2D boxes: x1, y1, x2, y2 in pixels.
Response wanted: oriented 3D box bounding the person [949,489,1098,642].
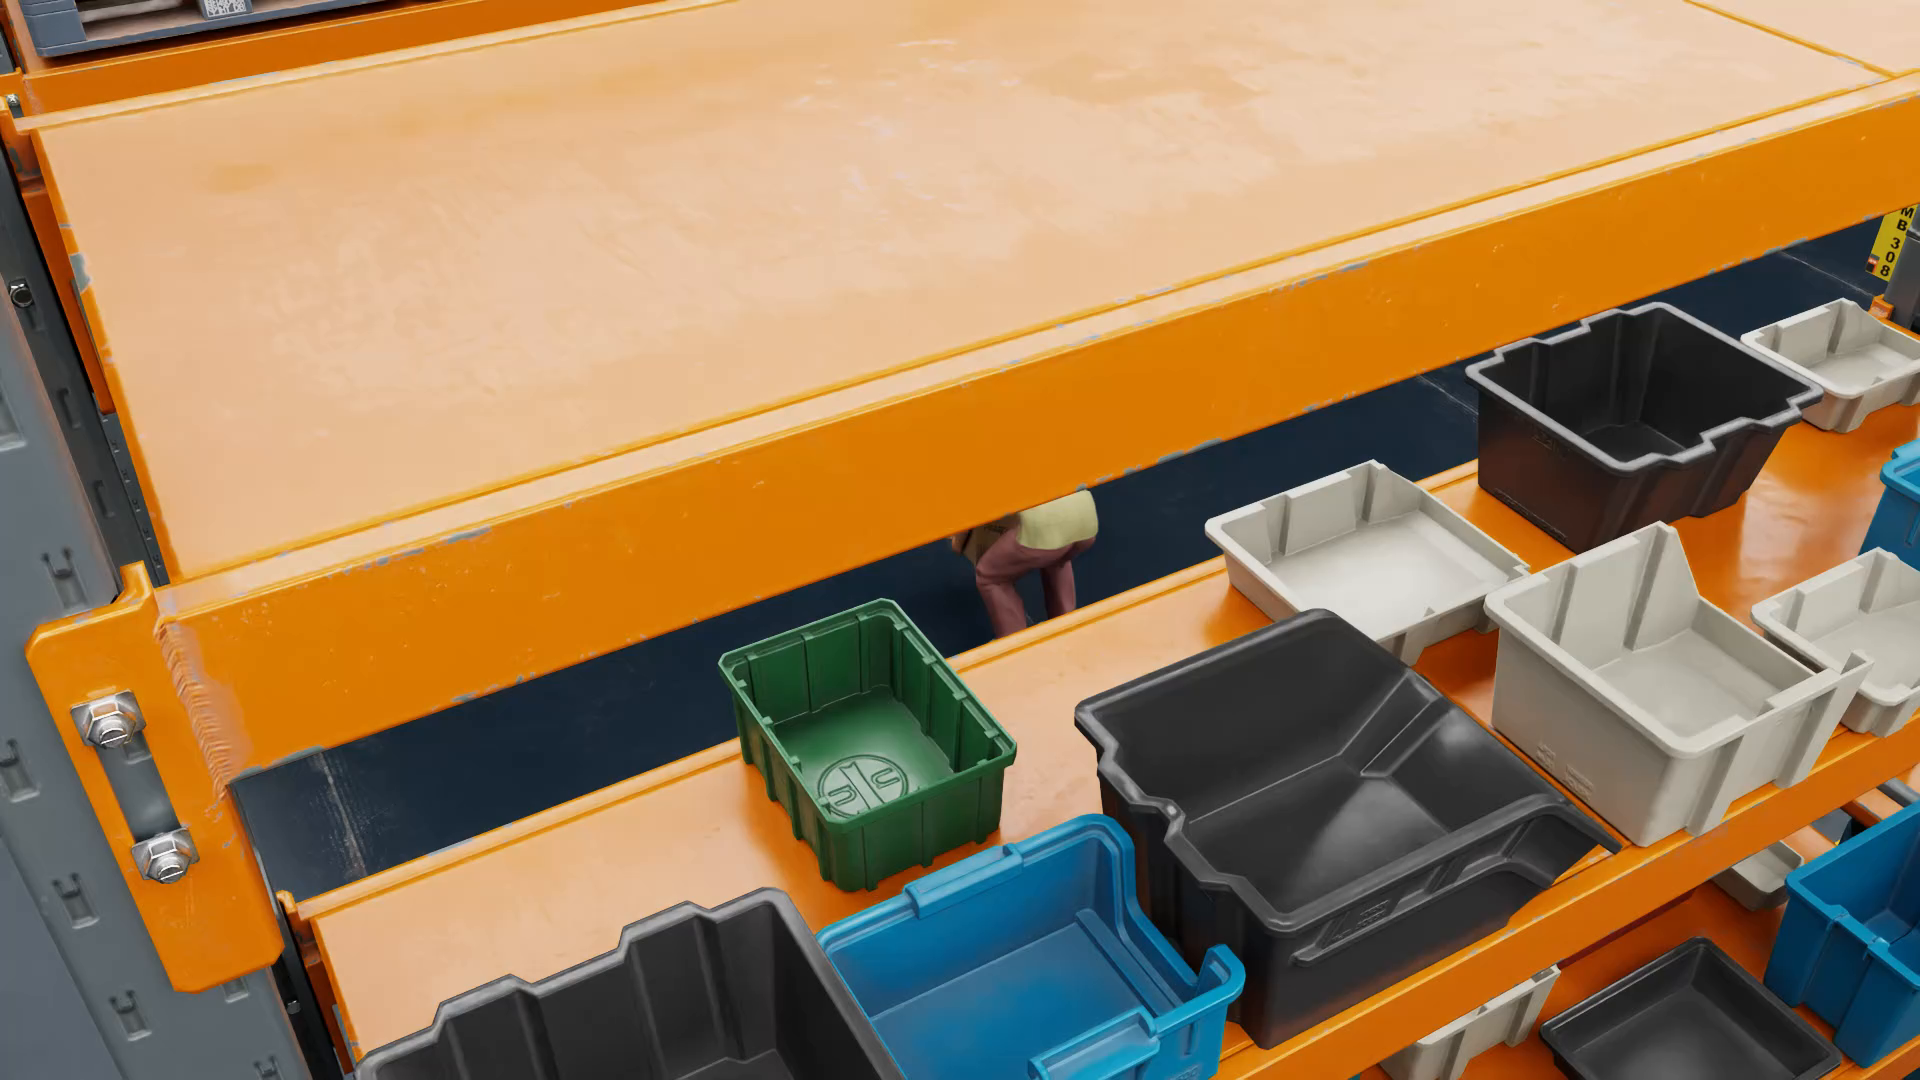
[{"bbox_3d":[0.236,-0.016,7.149,0.455,1.102,0.861,-21,42,-26],"label":"person"}]
